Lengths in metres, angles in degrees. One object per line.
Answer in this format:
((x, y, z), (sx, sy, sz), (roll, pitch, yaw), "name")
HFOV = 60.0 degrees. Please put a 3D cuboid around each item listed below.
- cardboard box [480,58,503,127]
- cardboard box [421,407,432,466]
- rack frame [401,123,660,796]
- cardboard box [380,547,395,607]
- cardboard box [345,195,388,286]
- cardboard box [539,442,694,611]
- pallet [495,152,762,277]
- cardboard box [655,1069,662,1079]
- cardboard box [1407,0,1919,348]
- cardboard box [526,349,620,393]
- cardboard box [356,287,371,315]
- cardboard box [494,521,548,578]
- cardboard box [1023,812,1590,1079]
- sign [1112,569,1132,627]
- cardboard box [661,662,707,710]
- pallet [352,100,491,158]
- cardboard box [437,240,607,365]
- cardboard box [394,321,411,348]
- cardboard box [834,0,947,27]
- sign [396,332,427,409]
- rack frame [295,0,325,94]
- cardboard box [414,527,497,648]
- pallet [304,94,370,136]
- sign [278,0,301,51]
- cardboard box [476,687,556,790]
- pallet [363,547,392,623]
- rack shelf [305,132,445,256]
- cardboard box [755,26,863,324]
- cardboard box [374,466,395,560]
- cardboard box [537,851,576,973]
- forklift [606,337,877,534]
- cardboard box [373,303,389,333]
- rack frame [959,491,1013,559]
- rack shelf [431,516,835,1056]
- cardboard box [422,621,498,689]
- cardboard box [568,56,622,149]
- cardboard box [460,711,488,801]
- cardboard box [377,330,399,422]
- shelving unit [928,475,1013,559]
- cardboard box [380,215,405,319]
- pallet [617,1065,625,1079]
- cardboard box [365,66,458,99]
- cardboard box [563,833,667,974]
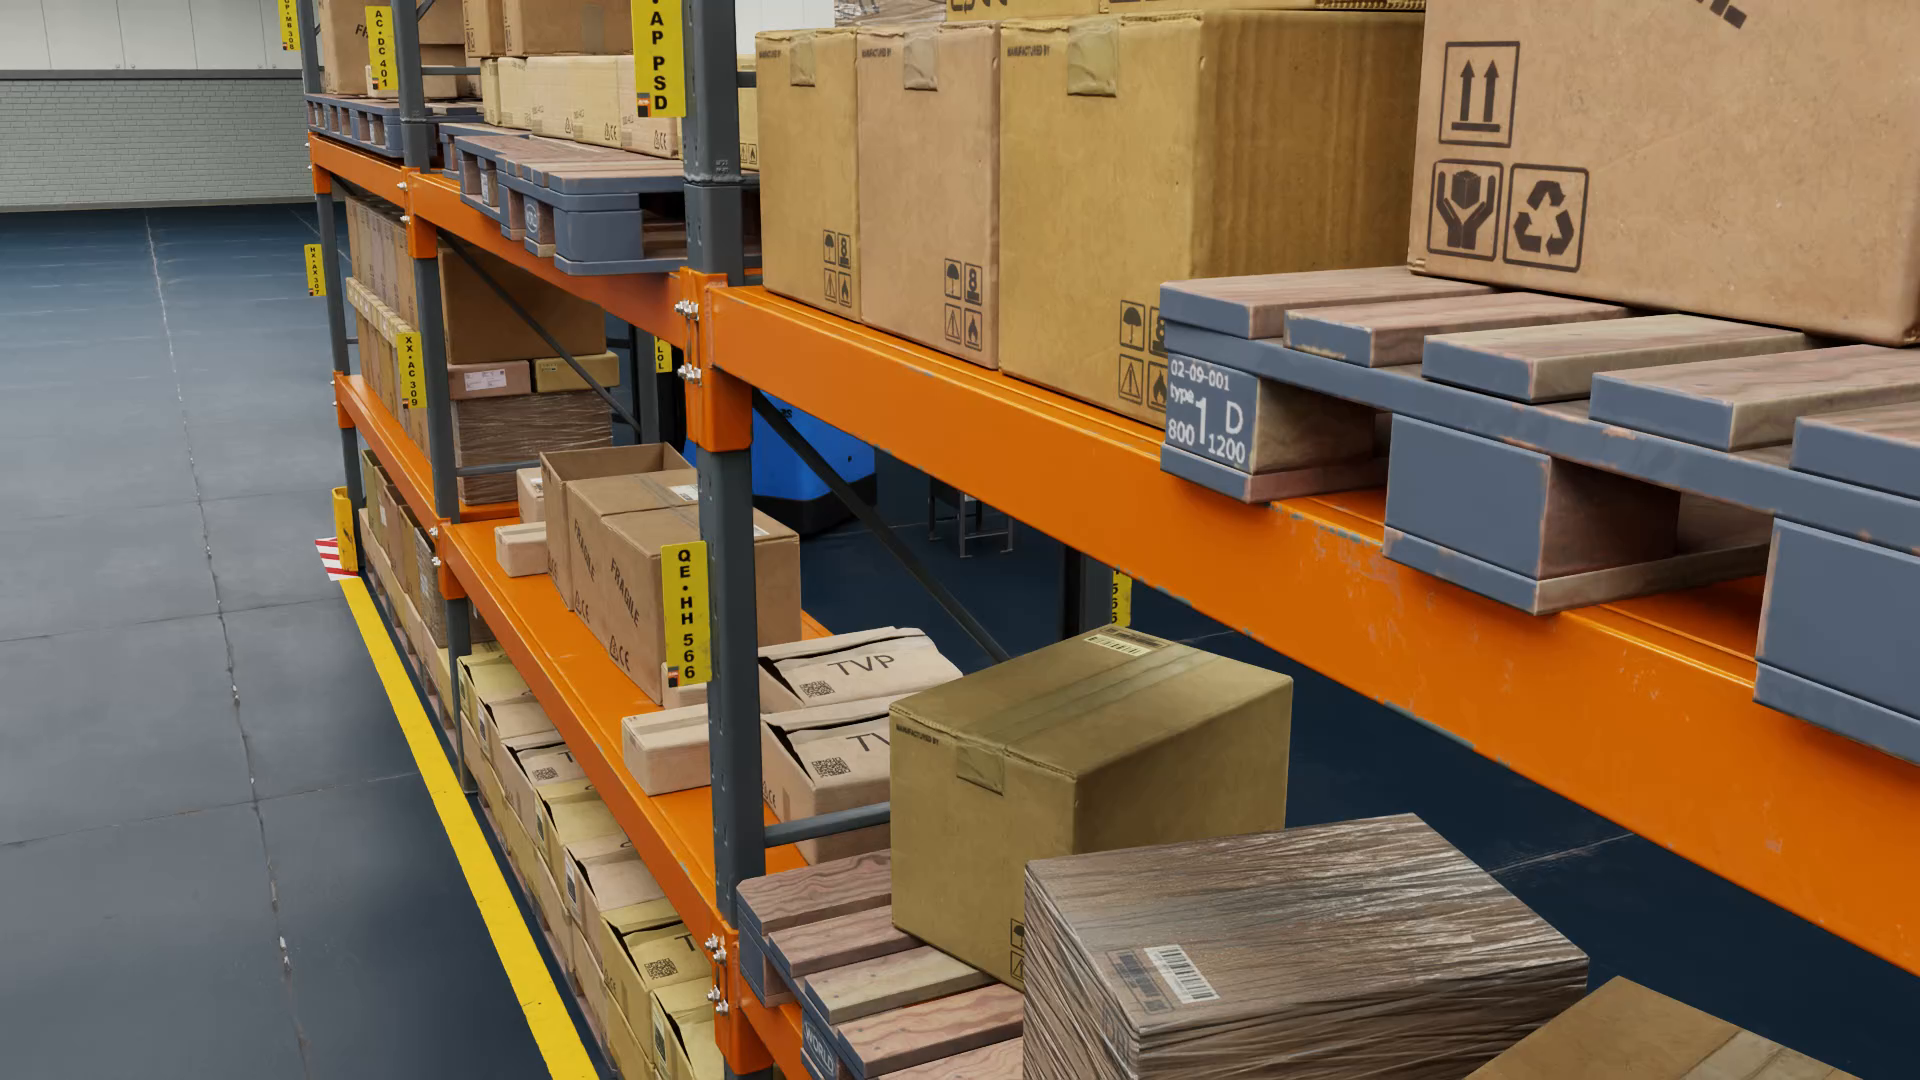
((-1.592, -1.757, 6.507), (0.500, 0.250, 0.500), (-6, 17, -19), "cardboard box")
((-2.290, -0.626, 8.314), (0.700, 0.500, 0.500), (-8, 18, -25), "cardboard box")
((-1.853, -0.339, 7.495), (1.000, 3.000, 0.127), (-8, 18, -25), "rack frame")
((-3.129, 0.196, 9.852), (0.500, 0.250, 0.500), (-8, 18, -25), "cardboard box")
((-3.389, -1.872, 10.304), (0.700, 0.500, 0.500), (-8, 18, -25), "cardboard box")
((-1.300, -0.064, 6.355), (0.500, 0.500, 0.500), (-6, 17, -21), "cardboard box")
((-0.478, -0.856, 4.199), (1.213, 0.211, 1.003), (-7, 17, -22), "pallet")
((-0.550, 1.671, 4.712), (0.500, 0.250, 0.500), (-7, 18, -24), "cardboard box")
((0.911, -0.559, 1.700), (0.600, 0.600, 0.600), (-8, 18, -27), "cardboard box")
((-1.797, -0.789, 7.705), (0.380, 0.149, 0.250), (-8, 18, -25), "cardboard box")
((-3.401, -1.440, 9.975), (0.380, 0.149, 0.250), (-8, 18, -25), "cardboard box")
((-1.648, 0.026, 6.677), (0.380, 0.149, 0.250), (-8, 18, -25), "cardboard box")
((0.506, 0.795, 2.599), (0.700, 0.500, 0.500), (-4, 17, -14), "cardboard box")
((0.383, 0.066, 4.126), (0.100, 0.325, 0.005), (-8, 18, -25), "sign")
((-0.710, 0.464, 5.151), (0.380, 0.149, 0.250), (-6, 17, -21), "cardboard box")
((-2.250, -1.947, 7.819), (1.003, 0.211, 1.213), (-8, 18, -25), "pallet")
((-2.053, -1.120, 7.683), (0.700, 0.500, 0.500), (-8, 18, -25), "cardboard box")
((-2.720, -1.056, 8.634), (0.380, 0.149, 0.250), (-7, 17, -23), "cardboard box")
((0.085, -1.209, 3.093), (0.500, 0.500, 0.500), (-8, 18, -25), "cardboard box")
((-2.351, -0.726, 7.129), (0.100, 0.325, 0.005), (-8, 18, -25), "sign")
((-3.605, -4.215, 10.123), (1.000, 3.000, 0.127), (-8, 18, -25), "rack frame")
((-2.461, 0.206, 8.458), (0.500, 0.500, 0.500), (-8, 18, -25), "cardboard box")
((-3.319, -2.552, 9.927), (1.003, 0.211, 1.213), (-8, 18, -25), "pallet")
((-4.107, -3.165, 10.177), (0.100, 0.325, 0.005), (-8, 18, -25), "sign")
((-1.681, 0.768, 6.842), (0.500, 0.311, 0.500), (-8, 18, -26), "cardboard box")
((-3.233, 0.194, 10.692), (1.003, 0.211, 1.213), (-8, 18, -25), "pallet")
((-2.729, -1.931, 8.908), (1.077, 0.370, 4.000), (-8, 18, -25), "rack shelf")
((0.121, -0.733, 3.248), (0.910, 0.500, 0.500), (-8, 18, -25), "cardboard box")
((-3.119, -0.166, 9.754), (0.500, 0.500, 0.500), (-8, 18, -25), "cardboard box")
((-1.225, 1.292, 6.034), (0.500, 0.250, 0.500), (-7, 18, -24), "cardboard box")
((-2.174, -1.686, 12.314), (3.031, 2.935, 1.130), (8, 18, 25), "forklift")
((-3.061, -1.248, 9.306), (0.380, 0.149, 0.250), (-8, 18, -26), "cardboard box")
((0.179, -0.908, 11.107), (0.400, 2.100, 0.015), (-8, 18, -25), "rack frame")
((-0.977, 0.503, 5.866), (1.077, 0.370, 4.000), (-8, 18, -25), "rack shelf")
((-2.463, 0.567, 8.561), (0.500, 0.250, 0.500), (-8, 18, -25), "cardboard box")
((-0.836, -1.296, 4.900), (0.500, 0.250, 0.500), (-8, 18, -26), "cardboard box")
((-1.899, 0.911, 7.363), (0.500, 0.250, 0.500), (-8, 18, -26), "cardboard box")
((-2.966, -1.008, 9.645), (0.700, 0.500, 0.500), (-8, 18, -25), "cardboard box")
((0.073, -0.968, 11.318), (0.431, 2.100, 0.503), (-8, 18, -25), "shelving unit")
((-2.713, -1.493, 8.983), (0.700, 0.500, 0.500), (-8, 18, -25), "cardboard box")
((-0.426, 1.784, 5.151), (1.003, 0.211, 1.213), (-8, 18, -25), "pallet")
((-2.627, -2.195, 7.965), (0.380, 0.149, 0.250), (-8, 18, -25), "cardboard box")
((-1.004, 1.149, 5.515), (0.500, 0.311, 0.500), (-8, 18, -25), "cardboard box")
